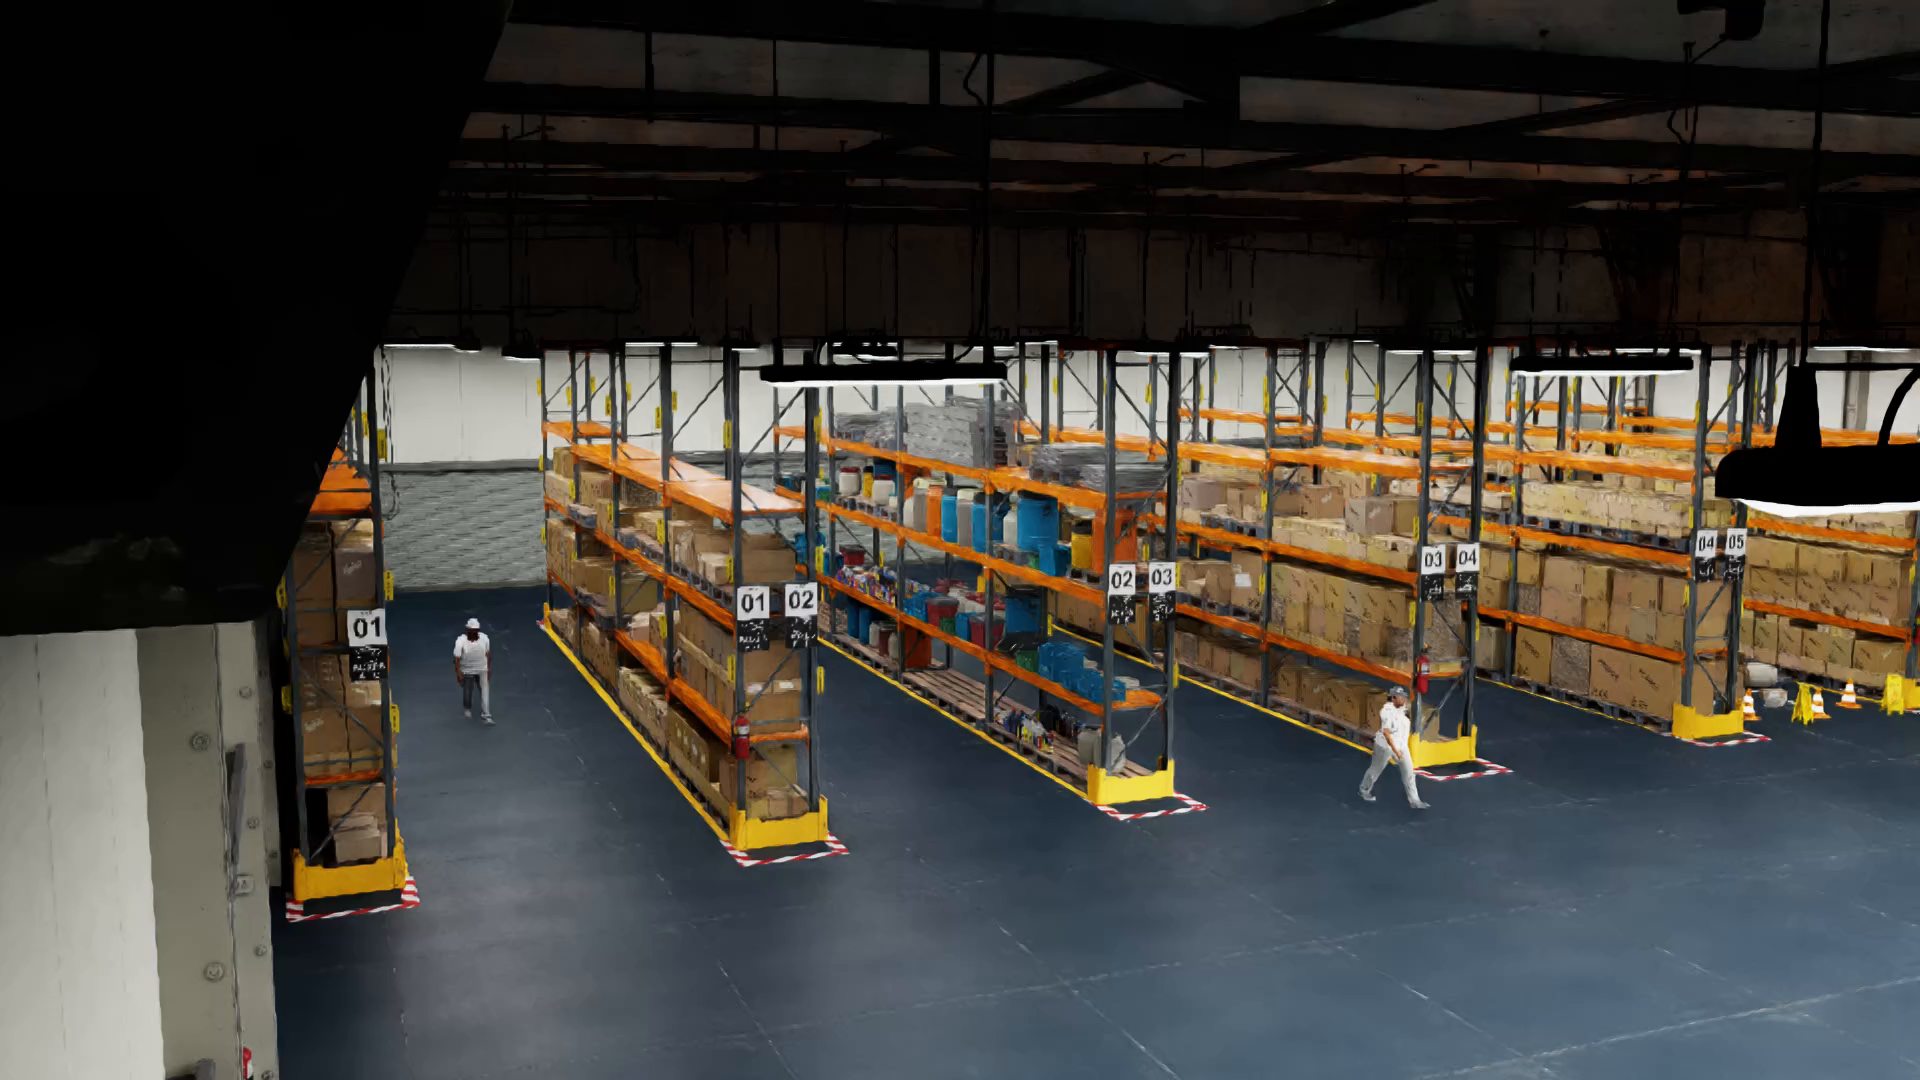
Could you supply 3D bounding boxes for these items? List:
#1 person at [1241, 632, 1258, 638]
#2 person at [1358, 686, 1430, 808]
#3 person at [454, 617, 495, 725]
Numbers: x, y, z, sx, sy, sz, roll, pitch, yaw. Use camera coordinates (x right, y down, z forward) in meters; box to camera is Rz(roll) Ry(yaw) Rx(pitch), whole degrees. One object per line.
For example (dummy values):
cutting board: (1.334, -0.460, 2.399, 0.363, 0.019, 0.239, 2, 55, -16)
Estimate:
person: (5.919, 1.235, 33.417, 0.566, 1.541, 0.519, -3, 8, -24)
person: (5.688, 2.697, 21.833, 0.491, 1.598, 1.000, -4, 9, -30)
person: (-7.706, 2.057, 26.349, 0.582, 1.686, 1.113, -3, 8, -24)
